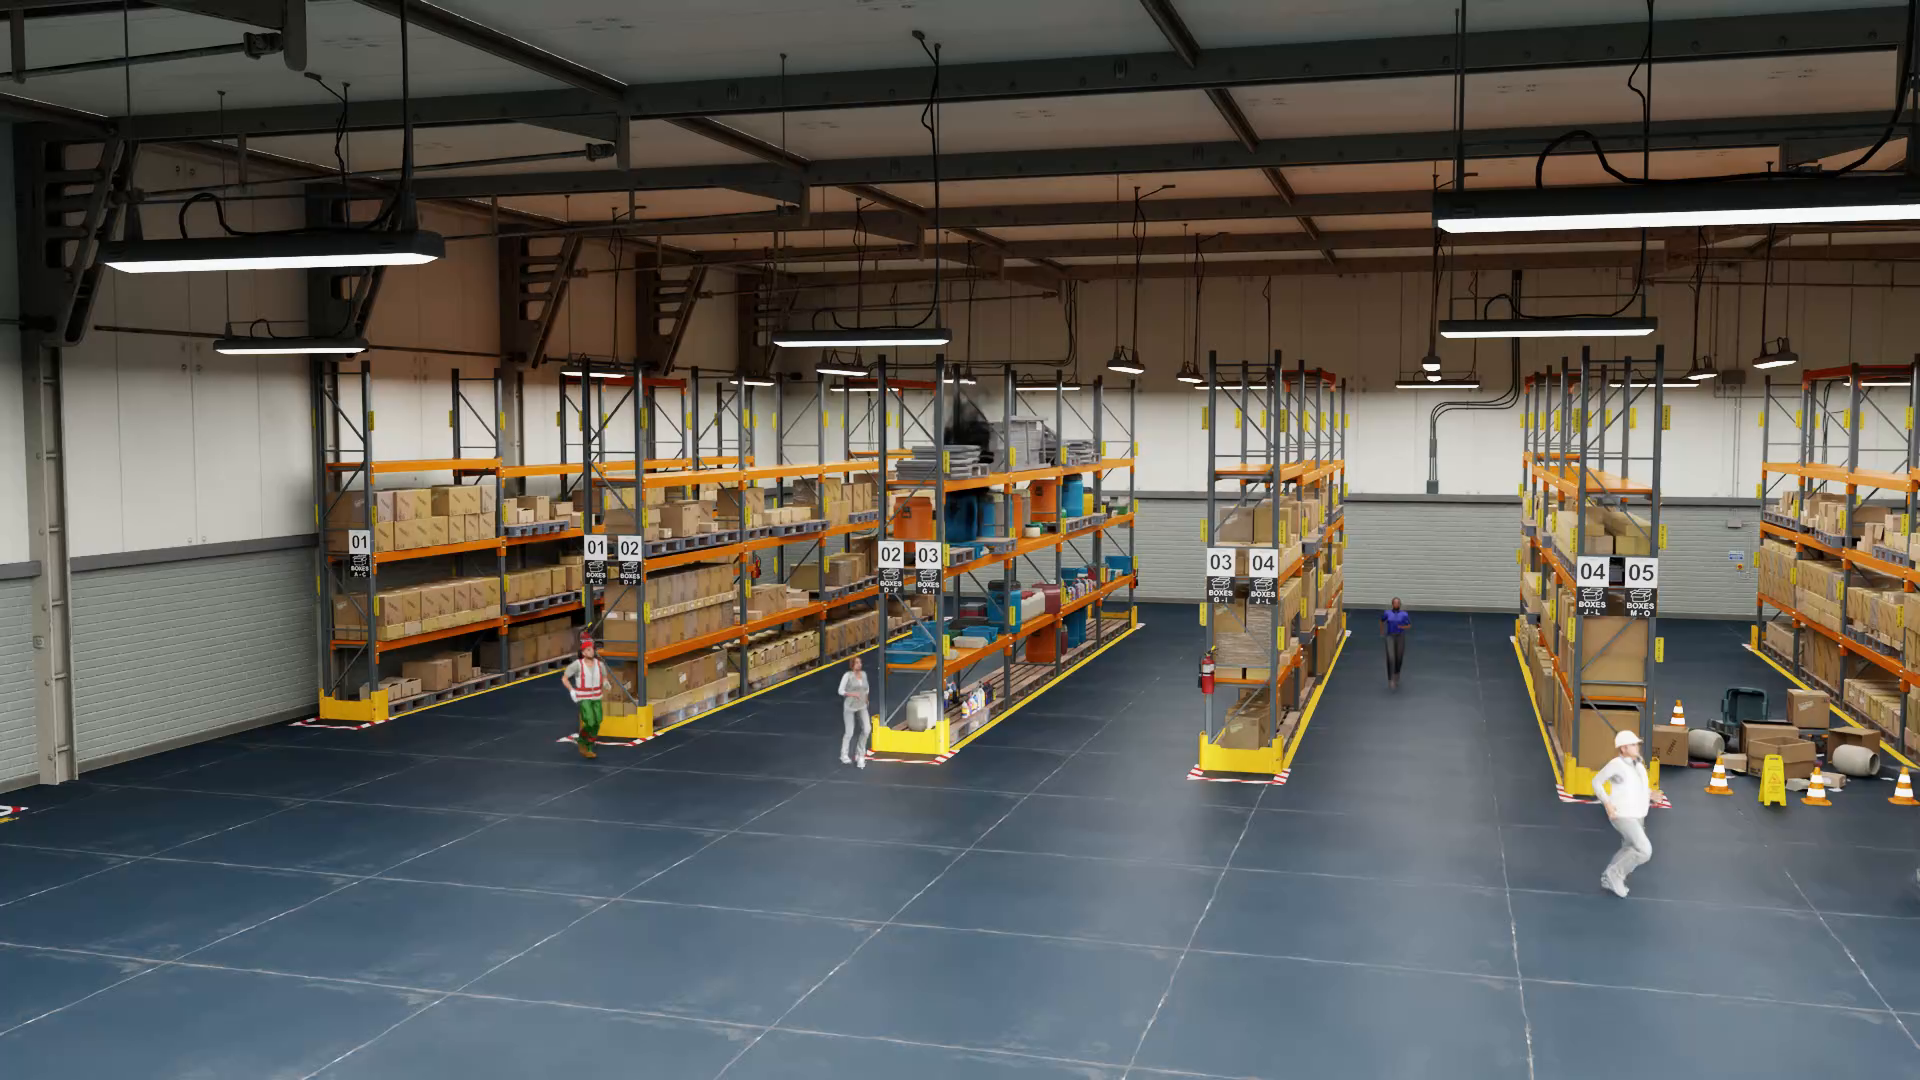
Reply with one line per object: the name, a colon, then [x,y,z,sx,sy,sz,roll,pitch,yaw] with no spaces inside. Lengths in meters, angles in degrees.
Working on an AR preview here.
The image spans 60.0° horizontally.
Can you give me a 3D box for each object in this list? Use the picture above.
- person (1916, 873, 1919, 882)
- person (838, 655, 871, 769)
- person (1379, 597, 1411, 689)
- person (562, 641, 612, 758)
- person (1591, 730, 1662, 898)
person: [10.209,2.913,16.790,0.700,1.762,0.957,-3,5,-32]
person: [-1.506,2.483,24.103,0.543,1.617,0.595,-2,5,-27]
person: [8.219,1.916,31.404,0.562,1.682,0.867,1,4,9]
person: [-5.470,2.371,24.624,0.665,1.749,0.565,-3,5,-40]
person: [7.022,2.873,17.419,0.634,1.742,0.663,-3,5,-40]
